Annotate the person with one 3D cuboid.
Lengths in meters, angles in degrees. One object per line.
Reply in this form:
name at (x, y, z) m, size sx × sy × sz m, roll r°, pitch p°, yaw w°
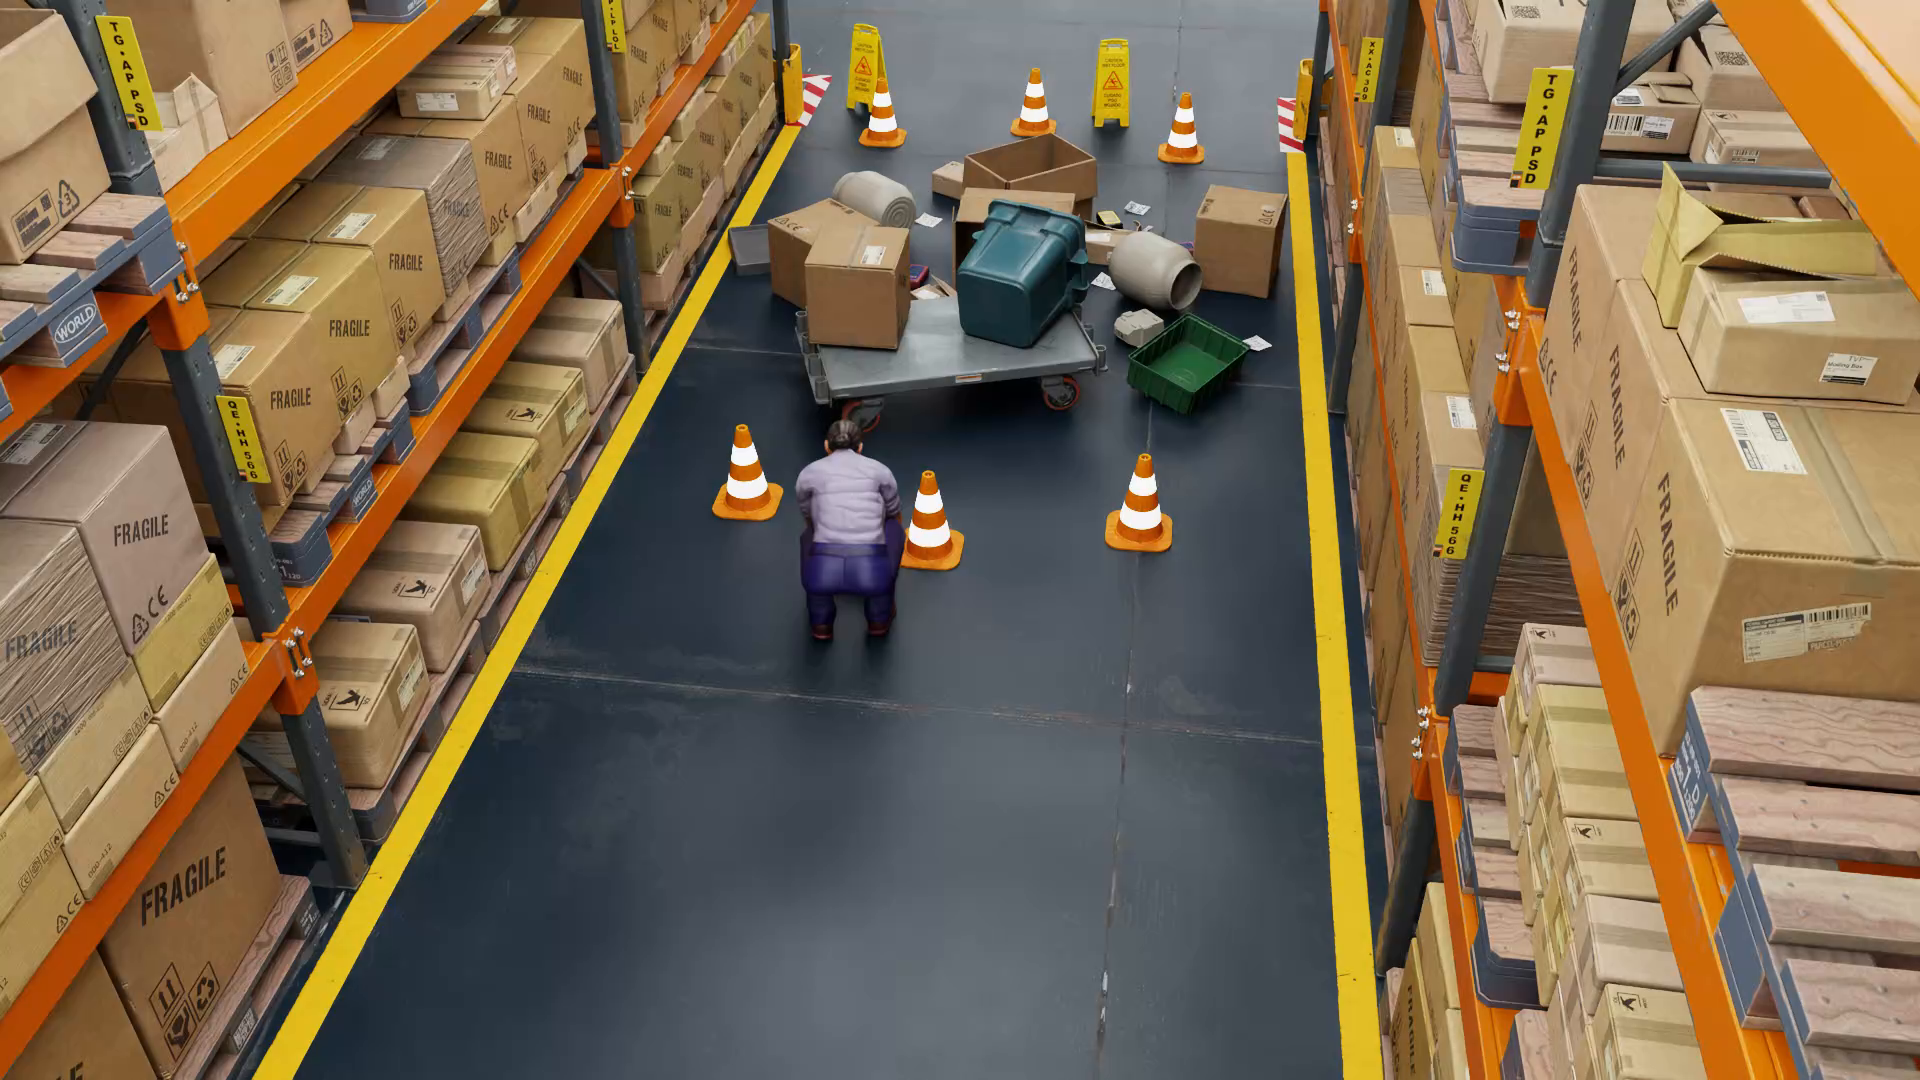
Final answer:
person at (-0.513, -0.014, 7.732) m, size 0.509 × 0.871 × 0.831 m, roll 2°, pitch 36°, yaw 3°
